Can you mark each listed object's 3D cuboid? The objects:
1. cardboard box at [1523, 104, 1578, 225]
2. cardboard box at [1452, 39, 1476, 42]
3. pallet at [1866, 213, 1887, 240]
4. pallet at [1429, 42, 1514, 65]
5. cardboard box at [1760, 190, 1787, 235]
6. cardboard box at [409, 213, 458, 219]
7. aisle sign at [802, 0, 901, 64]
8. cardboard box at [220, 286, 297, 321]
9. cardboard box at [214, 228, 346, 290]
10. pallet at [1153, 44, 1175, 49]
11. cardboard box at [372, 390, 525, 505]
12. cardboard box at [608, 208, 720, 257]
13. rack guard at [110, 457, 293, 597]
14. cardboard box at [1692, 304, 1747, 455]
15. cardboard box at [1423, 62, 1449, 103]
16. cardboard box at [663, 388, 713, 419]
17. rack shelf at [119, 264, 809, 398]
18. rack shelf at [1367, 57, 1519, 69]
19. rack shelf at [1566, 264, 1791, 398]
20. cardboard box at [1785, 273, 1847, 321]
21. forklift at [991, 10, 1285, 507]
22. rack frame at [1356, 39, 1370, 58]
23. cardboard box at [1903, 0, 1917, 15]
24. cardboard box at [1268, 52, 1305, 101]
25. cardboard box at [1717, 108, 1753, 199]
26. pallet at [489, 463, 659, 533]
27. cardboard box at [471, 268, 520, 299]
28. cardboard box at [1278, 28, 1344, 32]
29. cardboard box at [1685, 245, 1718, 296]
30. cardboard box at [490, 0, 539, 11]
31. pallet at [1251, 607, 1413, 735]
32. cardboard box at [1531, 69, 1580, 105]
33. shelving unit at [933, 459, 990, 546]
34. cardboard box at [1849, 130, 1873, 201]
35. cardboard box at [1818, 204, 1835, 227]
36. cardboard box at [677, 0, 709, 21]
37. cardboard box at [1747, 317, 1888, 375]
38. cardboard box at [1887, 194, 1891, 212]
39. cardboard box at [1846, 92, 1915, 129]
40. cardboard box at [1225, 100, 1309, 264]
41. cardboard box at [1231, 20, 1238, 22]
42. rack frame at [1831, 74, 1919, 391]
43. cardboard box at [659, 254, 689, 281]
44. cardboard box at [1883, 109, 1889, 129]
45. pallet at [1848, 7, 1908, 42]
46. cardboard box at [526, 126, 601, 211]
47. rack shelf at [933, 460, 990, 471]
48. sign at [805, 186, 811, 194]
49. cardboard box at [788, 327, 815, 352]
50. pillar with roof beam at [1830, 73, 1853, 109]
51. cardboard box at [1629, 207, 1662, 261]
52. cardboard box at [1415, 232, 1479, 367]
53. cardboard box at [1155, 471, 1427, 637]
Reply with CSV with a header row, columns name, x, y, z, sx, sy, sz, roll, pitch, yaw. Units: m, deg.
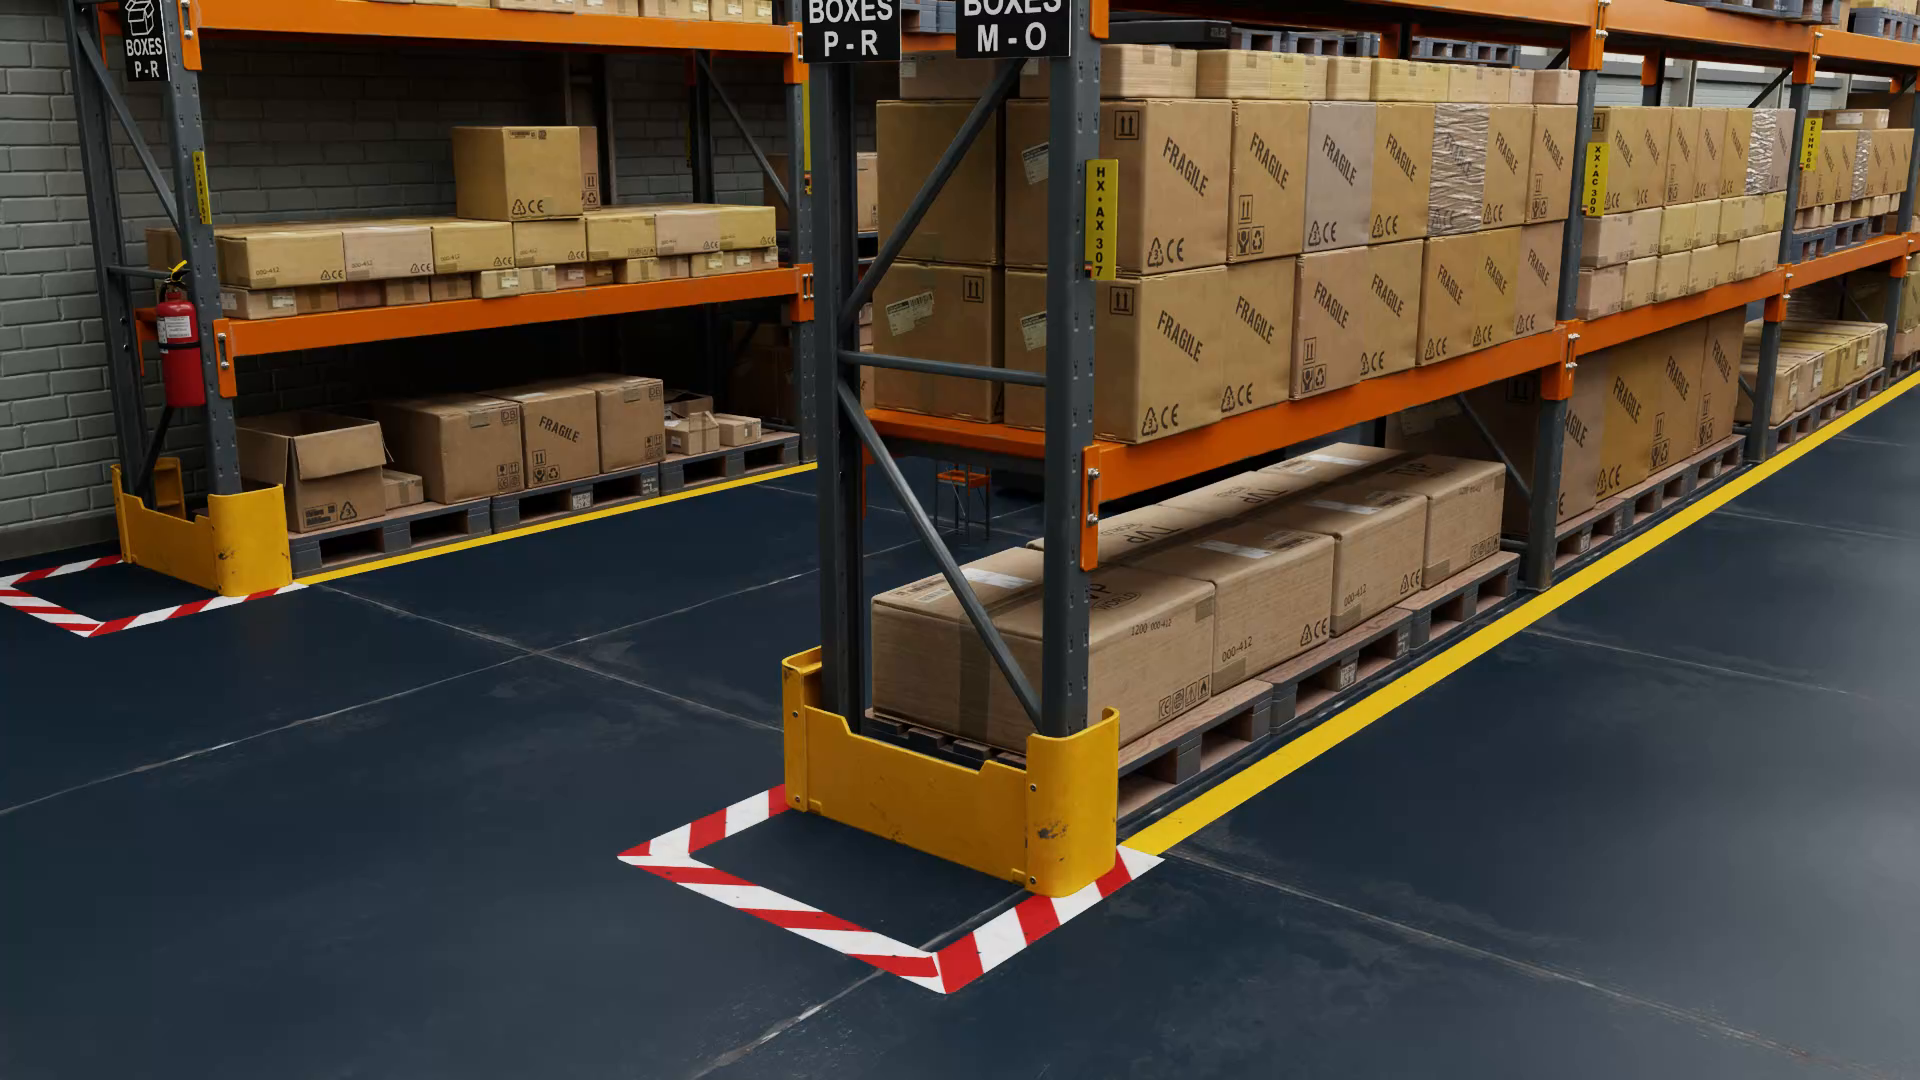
name,x,y,z,sx,sy,sz,roll,pitch,yaw
cardboard box,2.394,-1.678,7.402,0.500,0.500,0.500,11,18,37
cardboard box,5.344,-5.795,18.490,0.700,0.500,0.500,11,18,38
pallet,6.910,-2.593,13.628,1.003,0.211,1.213,11,18,38
pallet,5.690,-5.623,19.253,1.003,0.211,1.213,11,18,38
cardboard box,4.883,-2.082,10.514,0.500,0.250,0.500,11,18,37
cardboard box,-2.850,-1.773,9.710,0.500,0.250,0.500,11,18,37
aisle sign,-0.325,-1.806,4.860,0.394,0.787,0.004,11,18,38
cardboard box,-3.482,-1.178,8.178,0.380,0.149,0.250,11,18,37
cardboard box,-3.407,-1.396,8.227,0.500,0.250,0.500,11,18,38
pallet,1.483,-4.317,14.318,1.213,0.211,1.003,12,19,40
cardboard box,-2.876,-0.532,9.347,0.700,0.500,0.500,12,19,40
cardboard box,-1.821,-1.883,10.145,0.500,0.250,0.500,11,18,38
rack guard,-3.854,-0.082,8.432,1.175,0.500,0.348,11,18,38
cardboard box,4.491,-1.098,10.817,0.875,0.875,0.875,11,18,37
cardboard box,1.677,-1.782,6.495,0.380,0.149,0.250,11,18,36
cardboard box,-1.987,-0.856,11.007,0.500,0.311,0.500,12,19,39
rack shelf,-2.645,-1.314,9.663,1.077,0.370,4.000,11,18,38
rack shelf,4.897,-5.066,18.340,1.077,0.370,4.000,11,18,38
rack shelf,3.732,-1.312,9.658,1.077,0.370,4.000,11,18,38
cardboard box,7.667,-2.199,14.896,0.500,0.500,0.500,11,18,37
forklift,1.491,-1.913,10.701,1.130,2.935,3.031,11,18,37
rack frame,3.640,-3.577,17.113,1.000,3.000,0.127,11,18,38
cardboard box,7.249,-4.260,13.161,0.500,0.250,0.500,11,18,36
cardboard box,0.913,-1.531,5.506,0.380,0.149,0.250,11,18,36
cardboard box,4.234,-2.244,9.630,0.500,0.500,0.500,11,18,38
pallet,-2.587,-0.328,9.985,1.003,0.211,1.213,11,18,38
cardboard box,-2.633,-1.417,9.119,0.380,0.149,0.250,11,18,36
cardboard box,3.375,-5.064,15.997,0.500,0.311,0.500,11,18,36
cardboard box,3.937,-1.538,9.390,0.500,0.250,0.500,11,18,37
cardboard box,-2.482,-2.915,8.924,0.380,0.149,0.250,11,18,38
pallet,1.170,0.442,6.955,1.003,0.211,1.213,11,18,38
cardboard box,2.529,-2.017,7.420,0.380,0.149,0.250,11,18,36
shelving unit,0.009,-0.584,8.986,0.258,1.200,0.189,11,18,38
cardboard box,6.423,-2.789,12.348,0.500,0.500,0.500,10,18,35
cardboard box,5.939,-2.303,11.753,0.380,0.149,0.250,11,18,38
cardboard box,-1.716,-3.166,9.913,0.380,0.149,0.250,12,19,39
cardboard box,7.176,-1.639,13.967,0.950,0.372,0.625,12,18,38
cardboard box,7.215,-2.703,13.327,0.380,0.149,0.250,11,18,36
cardboard box,7.949,-3.538,14.120,0.700,0.500,0.500,11,18,37
cardboard box,0.804,-1.193,5.493,0.500,0.500,0.500,11,18,36
cardboard box,2.010,-4.779,14.491,0.700,0.500,0.500,11,18,36
rack frame,7.503,-2.810,14.092,1.000,3.000,0.127,11,18,38
cardboard box,-1.869,-1.671,10.118,0.380,0.149,0.250,12,18,39
cardboard box,6.966,-3.263,12.899,0.380,0.149,0.250,11,18,36
pallet,6.383,-3.872,12.562,1.213,0.211,1.003,11,18,38
cardboard box,-2.531,-2.236,10.011,0.500,0.500,0.500,11,18,36
rack shelf,0.009,-0.425,9.027,0.258,0.103,0.180,11,18,38
sign,-0.961,-2.382,10.651,0.100,0.325,0.005,11,18,38
cardboard box,-0.955,-1.379,11.367,0.380,0.149,0.250,12,19,40
pillar with roof beam,23.448,-11.187,34.884,9.100,9.000,0.400,11,18,38
cardboard box,3.277,-1.592,8.588,0.500,0.250,0.500,12,18,38
cardboard box,1.759,-1.000,6.765,0.500,0.500,0.500,11,18,37
cardboard box,1.435,0.035,7.242,0.875,0.438,0.875,11,18,36
